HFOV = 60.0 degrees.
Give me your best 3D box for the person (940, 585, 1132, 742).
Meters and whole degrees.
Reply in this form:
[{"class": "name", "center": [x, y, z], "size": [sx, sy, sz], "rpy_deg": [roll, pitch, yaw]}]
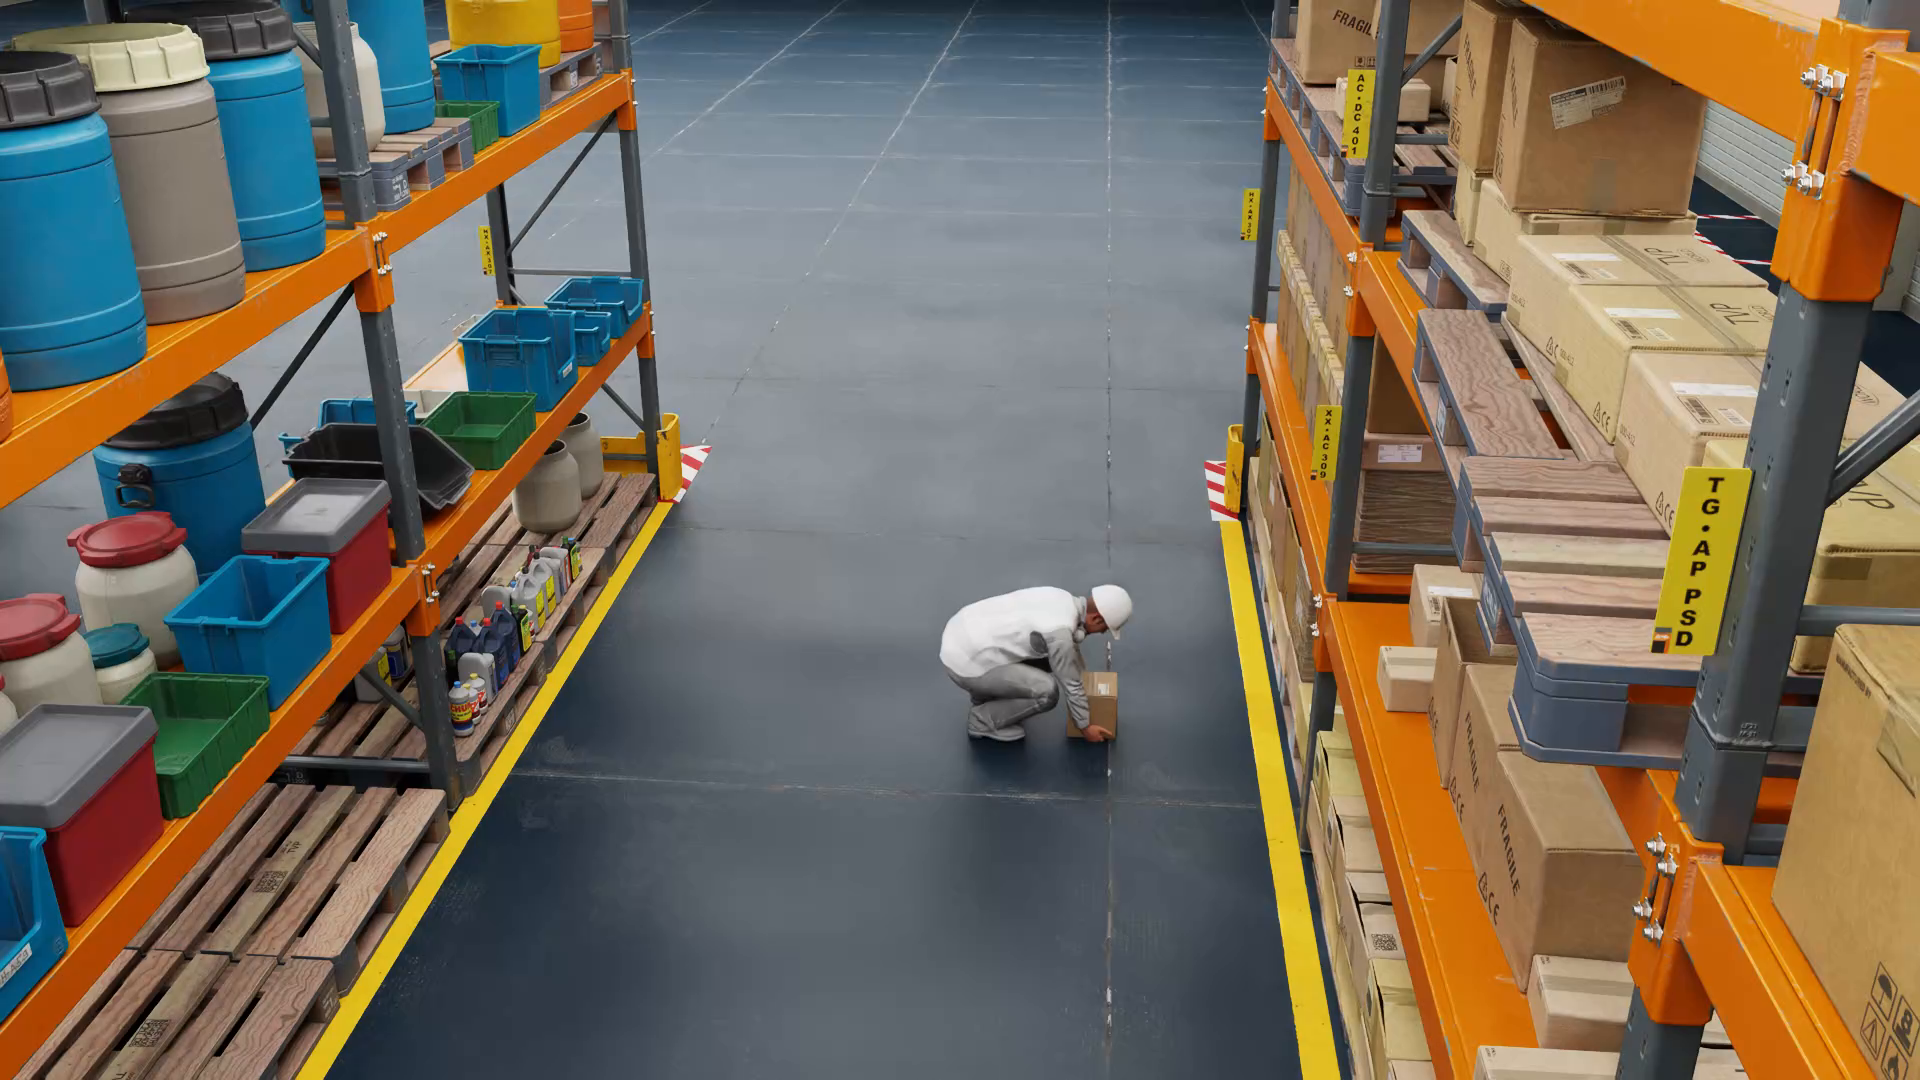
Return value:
[{"class": "person", "center": [0.384, 0.631, 8.480], "size": [0.964, 0.854, 0.521], "rpy_deg": [2, 24, 3]}]
